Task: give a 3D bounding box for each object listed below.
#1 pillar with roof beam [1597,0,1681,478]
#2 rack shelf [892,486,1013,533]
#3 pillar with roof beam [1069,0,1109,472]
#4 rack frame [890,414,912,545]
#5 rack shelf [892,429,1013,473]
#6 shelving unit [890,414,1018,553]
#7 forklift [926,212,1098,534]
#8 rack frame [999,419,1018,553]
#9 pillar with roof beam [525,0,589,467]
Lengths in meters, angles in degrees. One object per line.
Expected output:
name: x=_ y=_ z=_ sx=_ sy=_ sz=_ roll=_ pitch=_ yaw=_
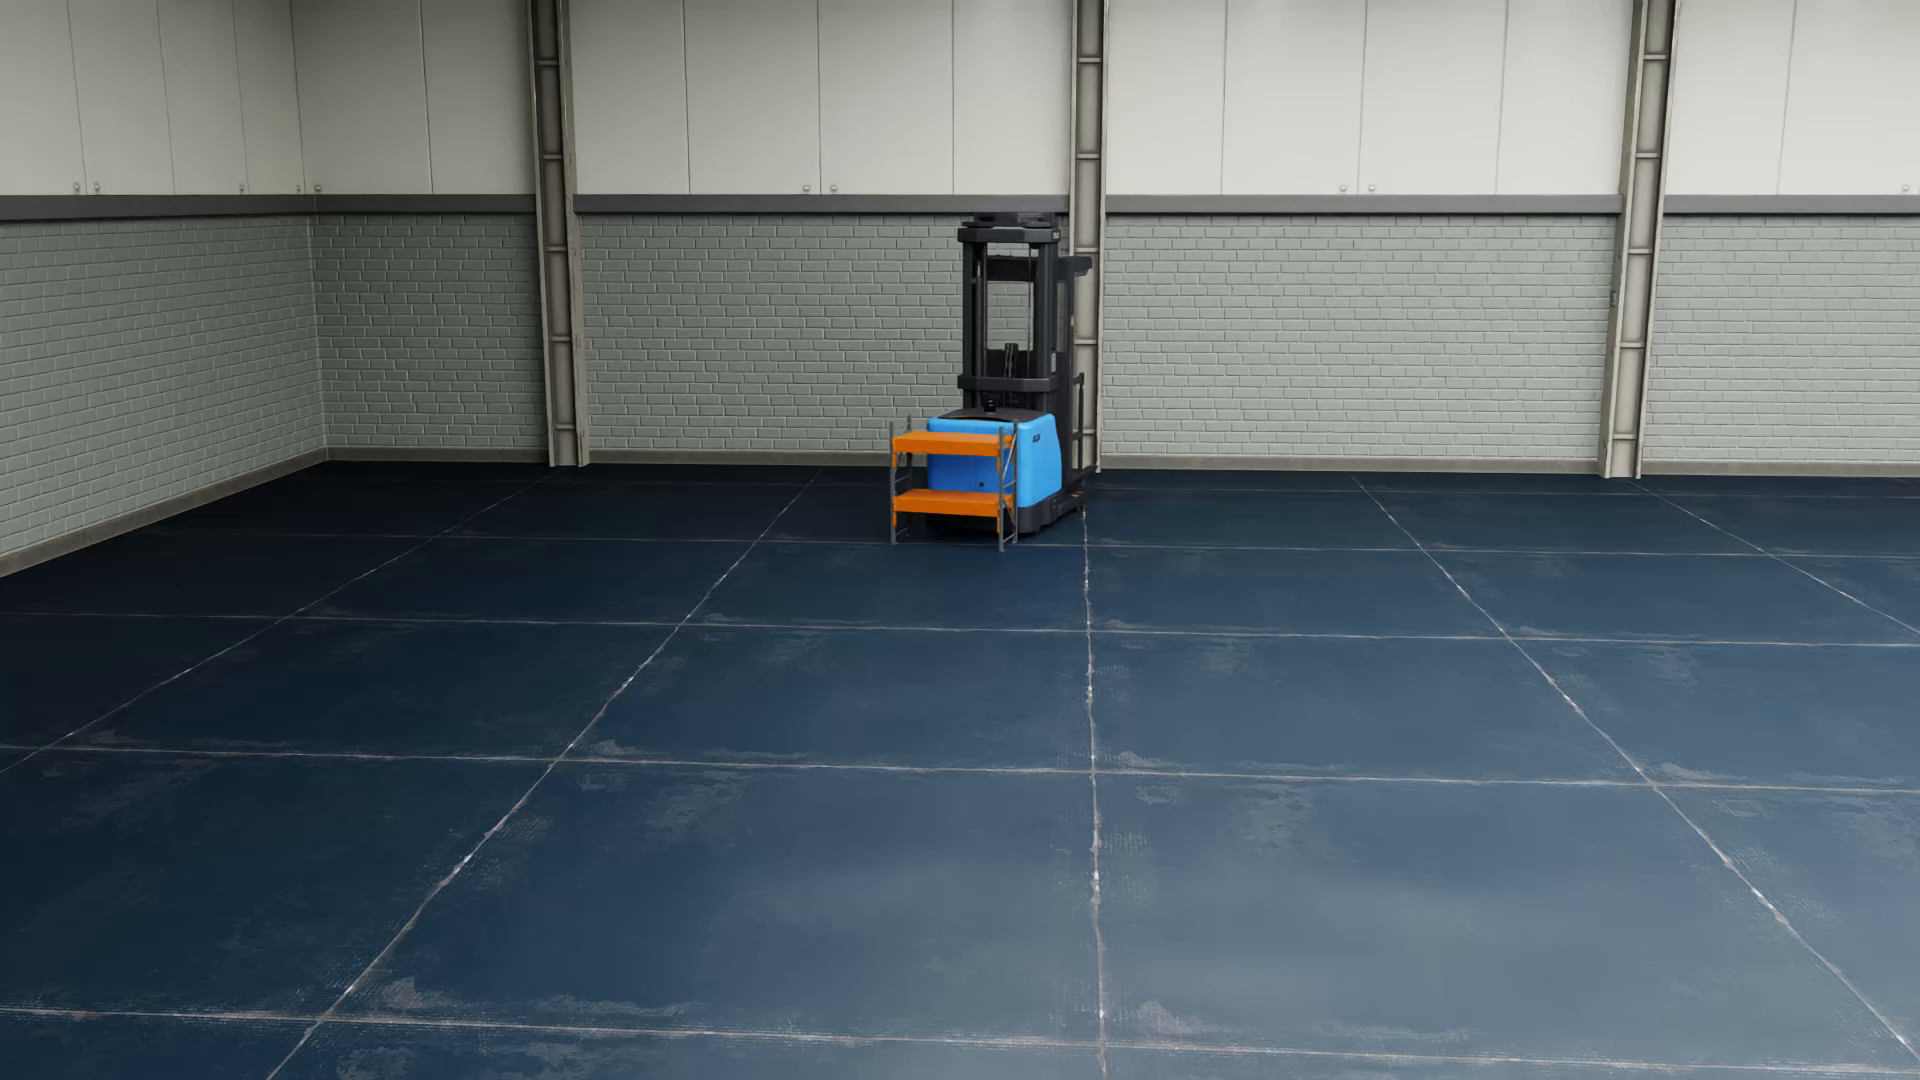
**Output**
pillar with roof beam: x=7.113 y=-4.246 z=13.570 sx=0.400 sy=9.000 sz=9.100 roll=1 pitch=12 yaw=4
rack shelf: x=-0.052 y=-0.281 z=15.039 sx=1.000 sy=0.278 sz=0.538 roll=4 pitch=12 yaw=17
pillar with roof beam: x=1.127 y=-4.328 z=13.963 sx=0.400 sy=9.000 sz=9.100 roll=1 pitch=12 yaw=4
rack frame: x=-0.536 y=-0.552 z=15.141 sx=0.032 sy=1.125 sz=0.500 roll=4 pitch=12 yaw=17
rack shelf: x=-0.052 y=-0.807 z=14.929 sx=1.000 sy=0.278 sz=0.538 roll=4 pitch=12 yaw=17
shelving unit: x=-0.052 y=-0.520 z=14.989 sx=1.048 sy=1.125 sz=0.538 roll=4 pitch=12 yaw=17
forklift: x=0.656 y=-1.750 z=16.457 sx=1.130 sy=2.935 sz=3.031 roll=4 pitch=13 yaw=19
rack frame: x=0.432 y=-0.488 z=14.837 sx=0.032 sy=1.125 sz=0.500 roll=4 pitch=12 yaw=17
pillar with roof beam: x=-4.860 y=-4.410 z=14.355 sx=0.400 sy=9.000 sz=9.100 roll=1 pitch=12 yaw=4
